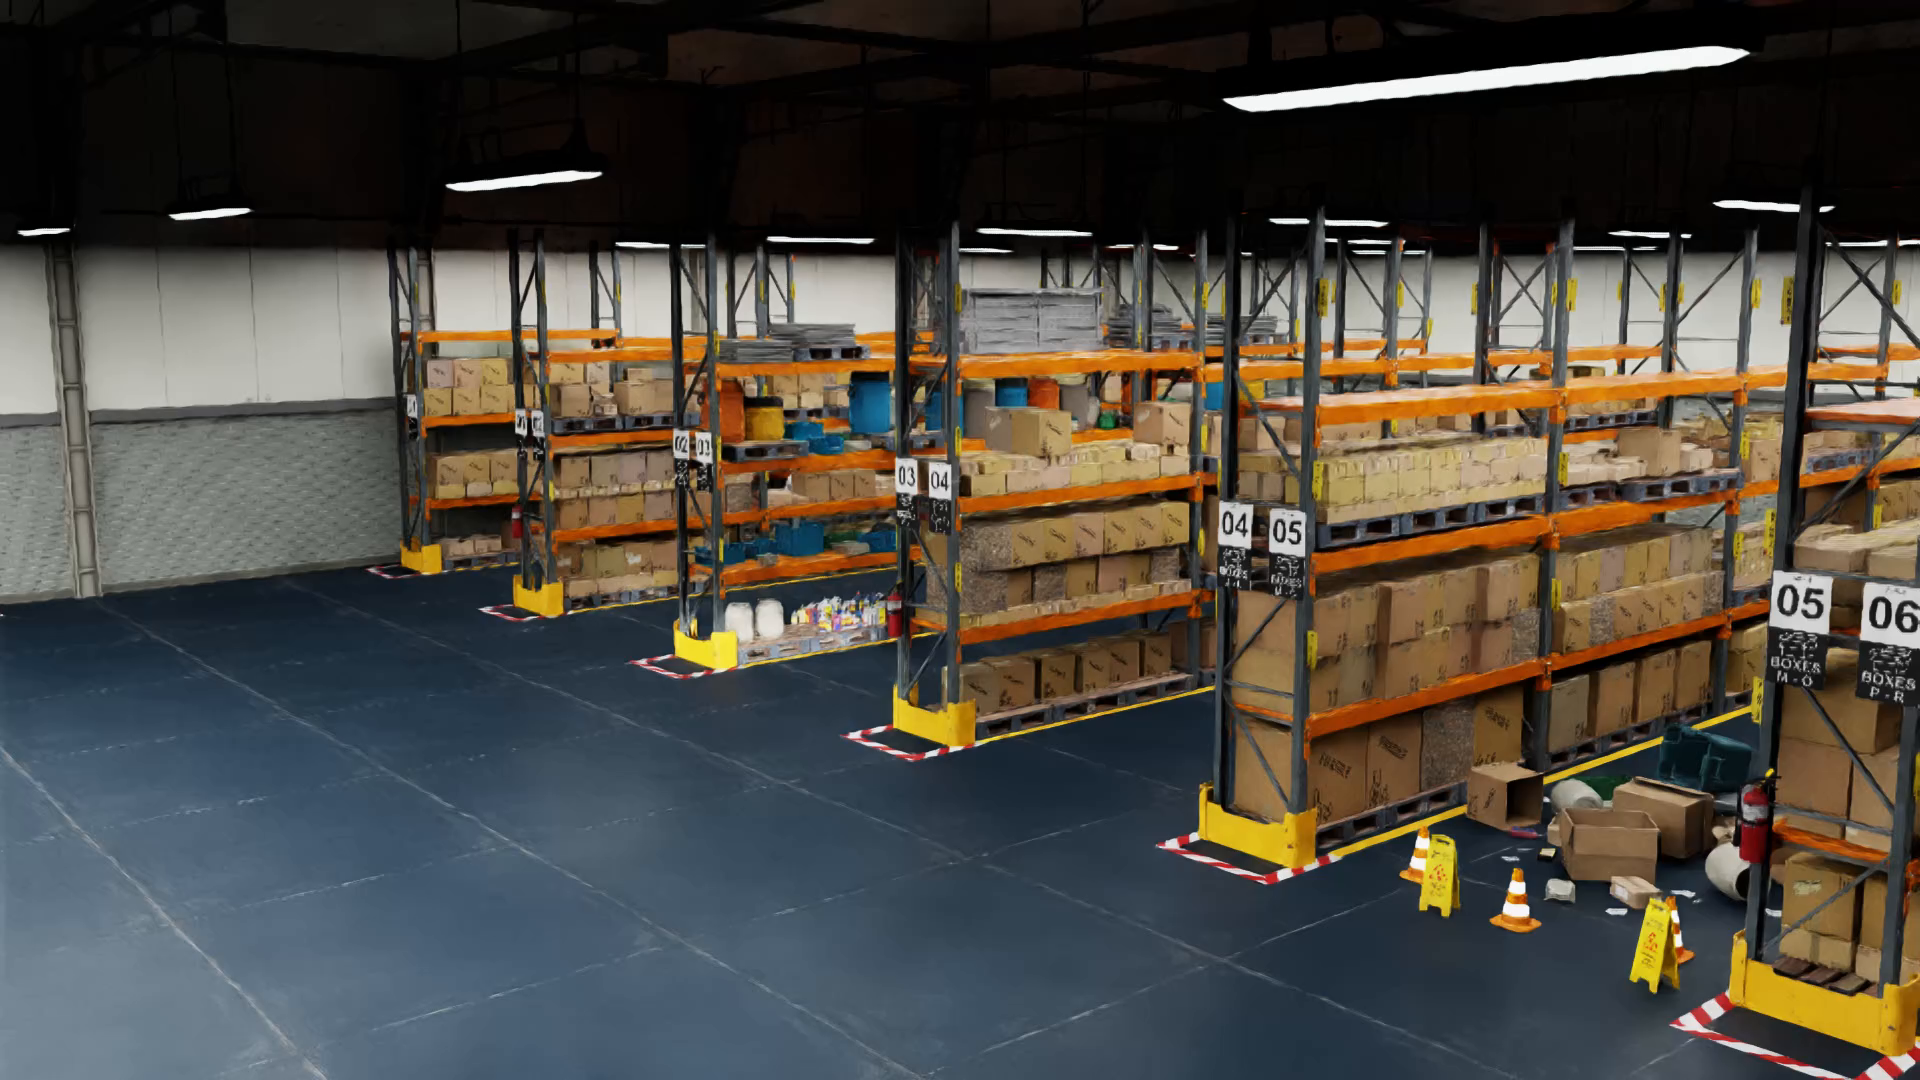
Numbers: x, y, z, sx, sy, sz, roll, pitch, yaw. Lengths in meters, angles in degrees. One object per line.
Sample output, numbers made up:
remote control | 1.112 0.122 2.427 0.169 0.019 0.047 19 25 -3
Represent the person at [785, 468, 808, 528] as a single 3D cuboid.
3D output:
person | -3.319 -0.819 33.667 0.483 1.615 0.993 8 12 41
